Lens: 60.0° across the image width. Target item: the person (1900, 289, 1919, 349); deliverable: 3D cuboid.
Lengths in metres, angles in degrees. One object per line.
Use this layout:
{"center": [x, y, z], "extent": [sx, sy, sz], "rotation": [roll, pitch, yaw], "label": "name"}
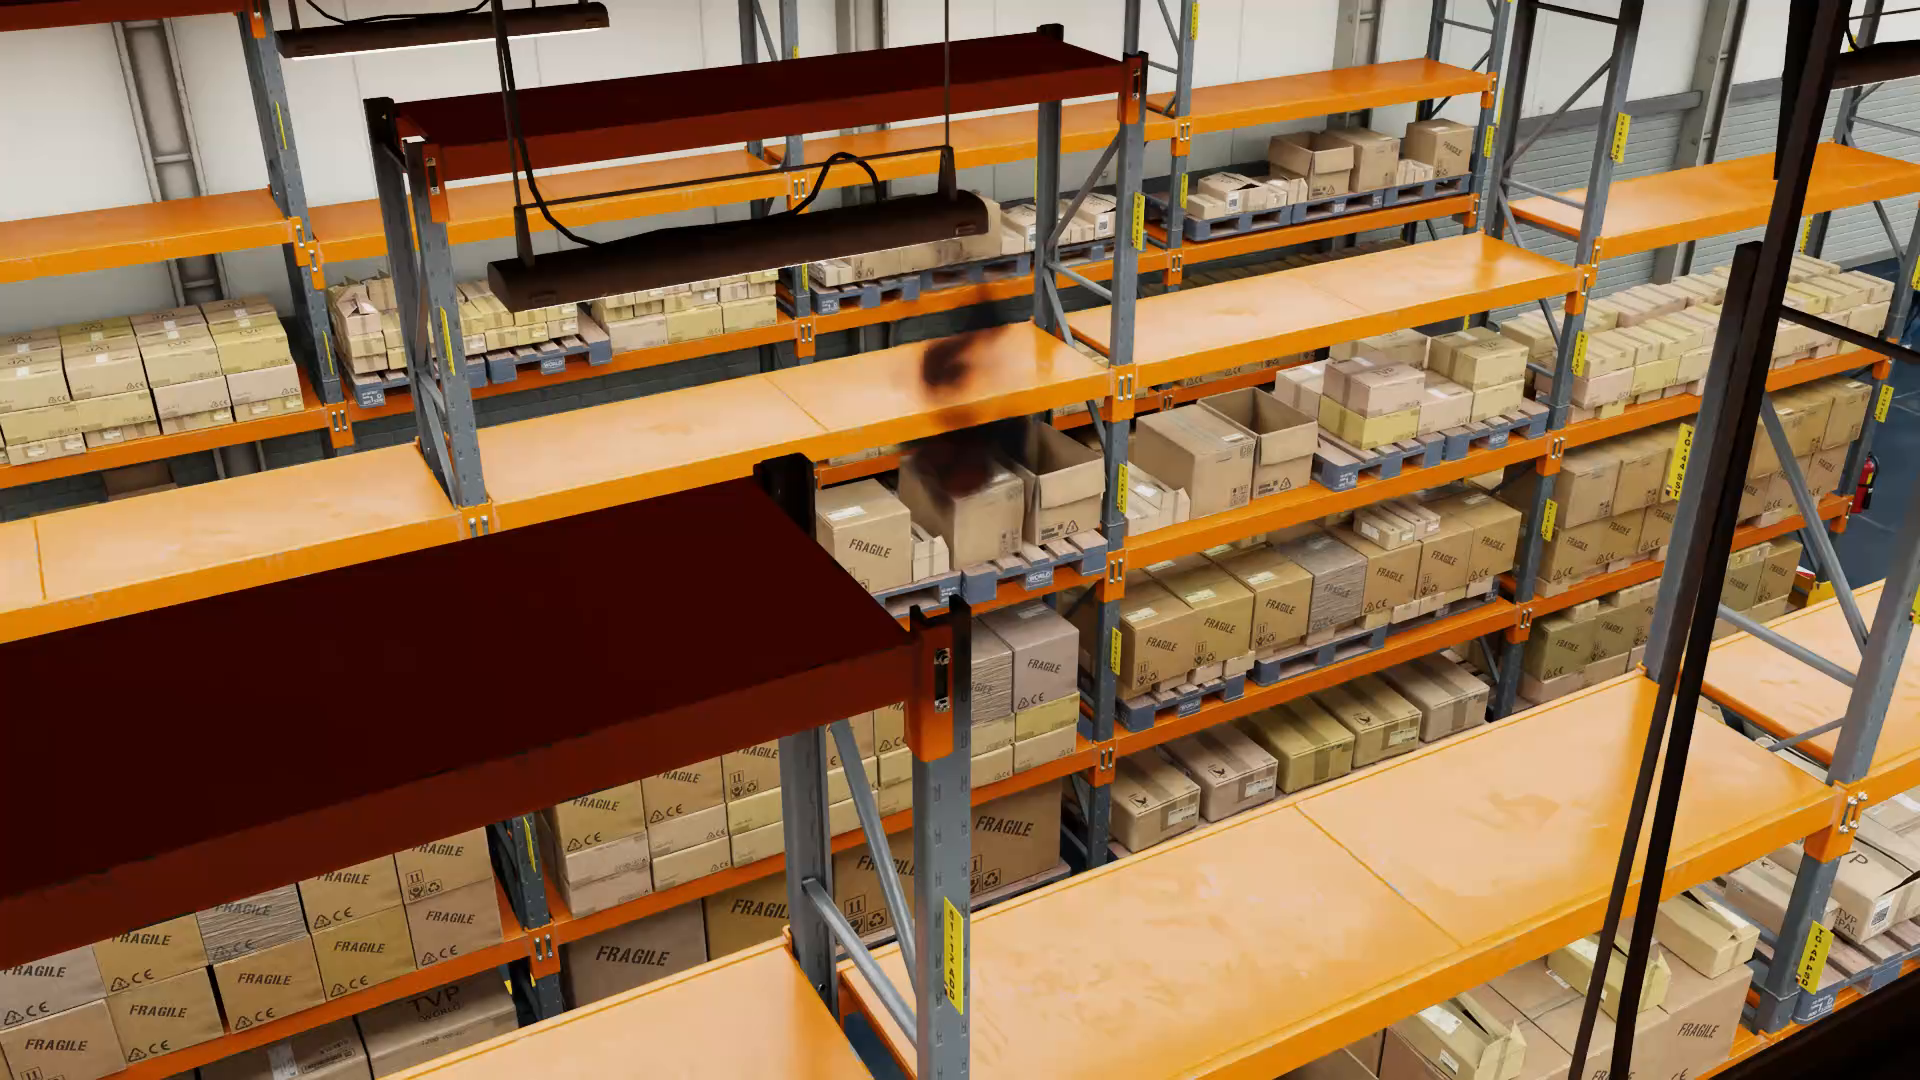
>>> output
{"center": [12.333, -3.190, 21.297], "extent": [0.702, 1.641, 0.507], "rotation": [-21, 35, -35], "label": "person"}
